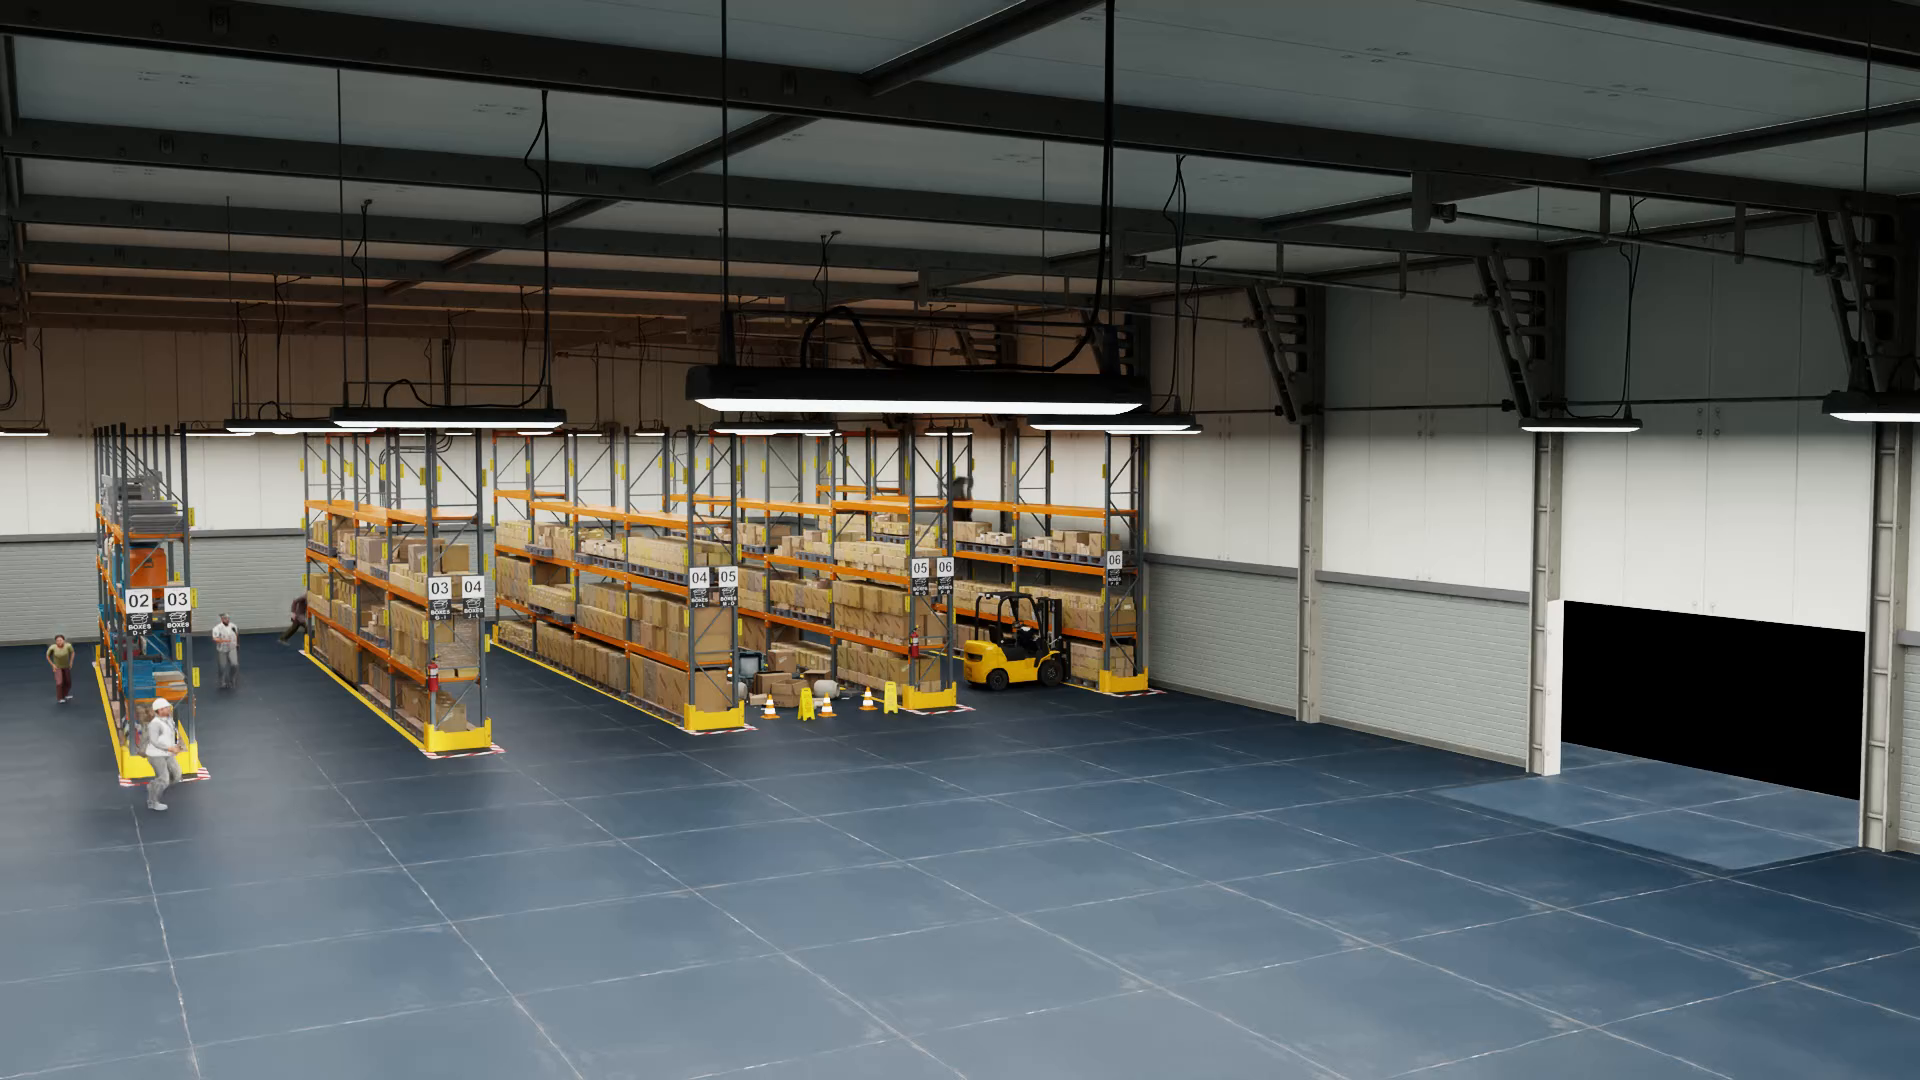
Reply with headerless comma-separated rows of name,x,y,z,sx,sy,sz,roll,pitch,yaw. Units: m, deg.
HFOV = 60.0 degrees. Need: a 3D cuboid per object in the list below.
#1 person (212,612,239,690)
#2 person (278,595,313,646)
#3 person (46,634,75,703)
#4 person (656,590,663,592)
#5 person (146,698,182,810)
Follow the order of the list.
person,-16.803,2.545,38.092,0.615,1.817,0.832,-3,4,-37
person,-18.220,2.126,45.727,1.097,1.613,0.724,0,3,5
person,-19.547,2.770,36.158,0.815,1.531,0.625,3,5,41
person,-8.851,1.858,50.467,0.906,1.610,0.495,-2,4,-29
person,-12.329,3.305,25.743,0.618,1.725,0.640,0,3,-3
